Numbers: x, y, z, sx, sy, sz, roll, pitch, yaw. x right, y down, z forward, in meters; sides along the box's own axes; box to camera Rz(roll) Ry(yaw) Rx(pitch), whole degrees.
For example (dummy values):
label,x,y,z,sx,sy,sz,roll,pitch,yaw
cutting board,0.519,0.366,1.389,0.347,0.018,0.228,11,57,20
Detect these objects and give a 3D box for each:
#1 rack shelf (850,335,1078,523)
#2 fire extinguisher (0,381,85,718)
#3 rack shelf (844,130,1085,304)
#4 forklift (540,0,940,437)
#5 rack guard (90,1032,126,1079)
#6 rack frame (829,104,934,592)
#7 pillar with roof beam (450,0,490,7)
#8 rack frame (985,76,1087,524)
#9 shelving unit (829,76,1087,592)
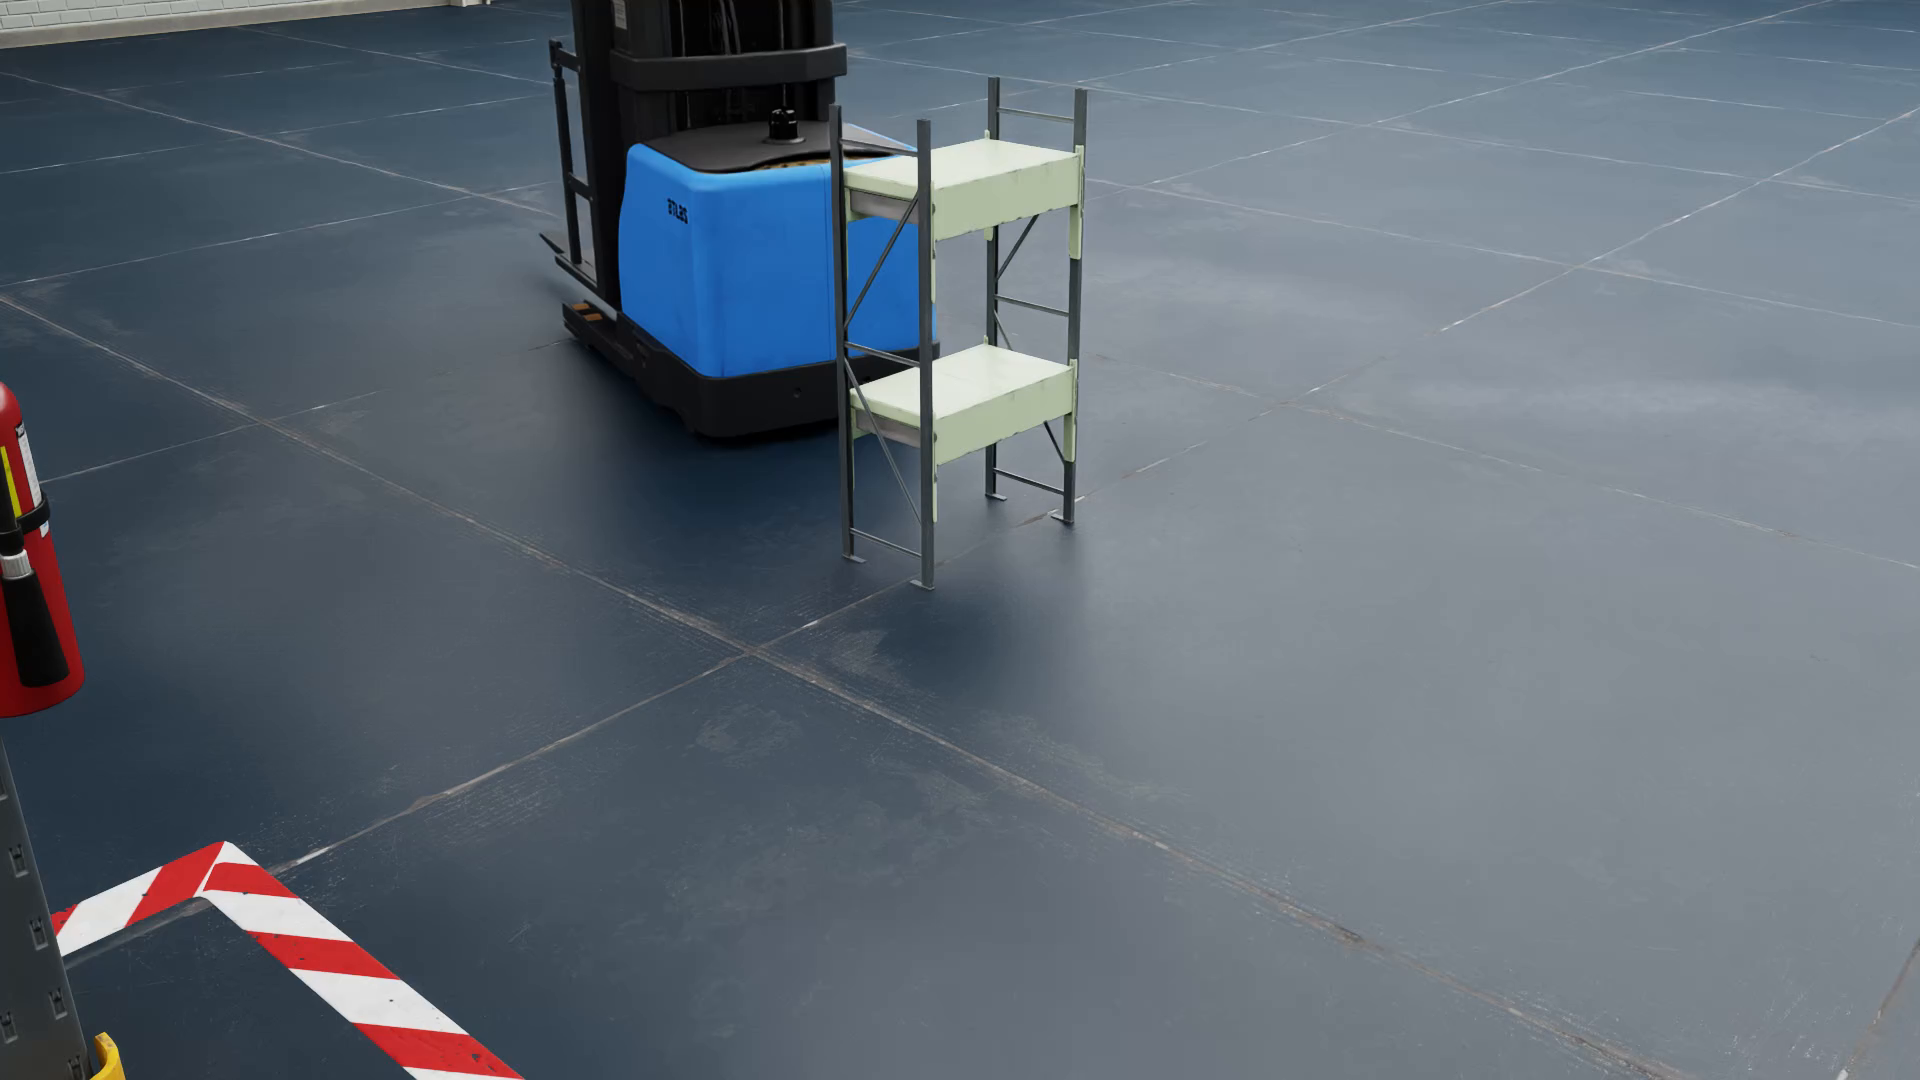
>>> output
label,x,y,z,sx,sy,sz,roll,pitch,yaw
rack shelf,0.004,-0.389,5.581,0.431,0.370,0.720,20,31,38
fire extinguisher,-1.403,-0.079,2.354,0.296,0.674,0.183,20,31,38
rack shelf,0.004,-1.042,5.288,0.431,0.370,0.720,20,31,38
forklift,-1.226,-2.301,7.300,1.130,2.935,3.031,-12,27,-26
rack guard,-1.873,0.959,3.001,1.175,0.500,0.348,20,31,38
rack frame,-0.240,-0.575,5.199,0.400,1.500,0.023,20,31,38
pillar with roof beam,-2.822,-9.517,15.977,9.100,9.000,0.400,20,31,38
rack frame,0.249,-0.798,5.696,0.400,1.500,0.023,20,31,38
shelving unit,0.004,-0.686,5.448,0.431,1.500,0.755,20,31,38
